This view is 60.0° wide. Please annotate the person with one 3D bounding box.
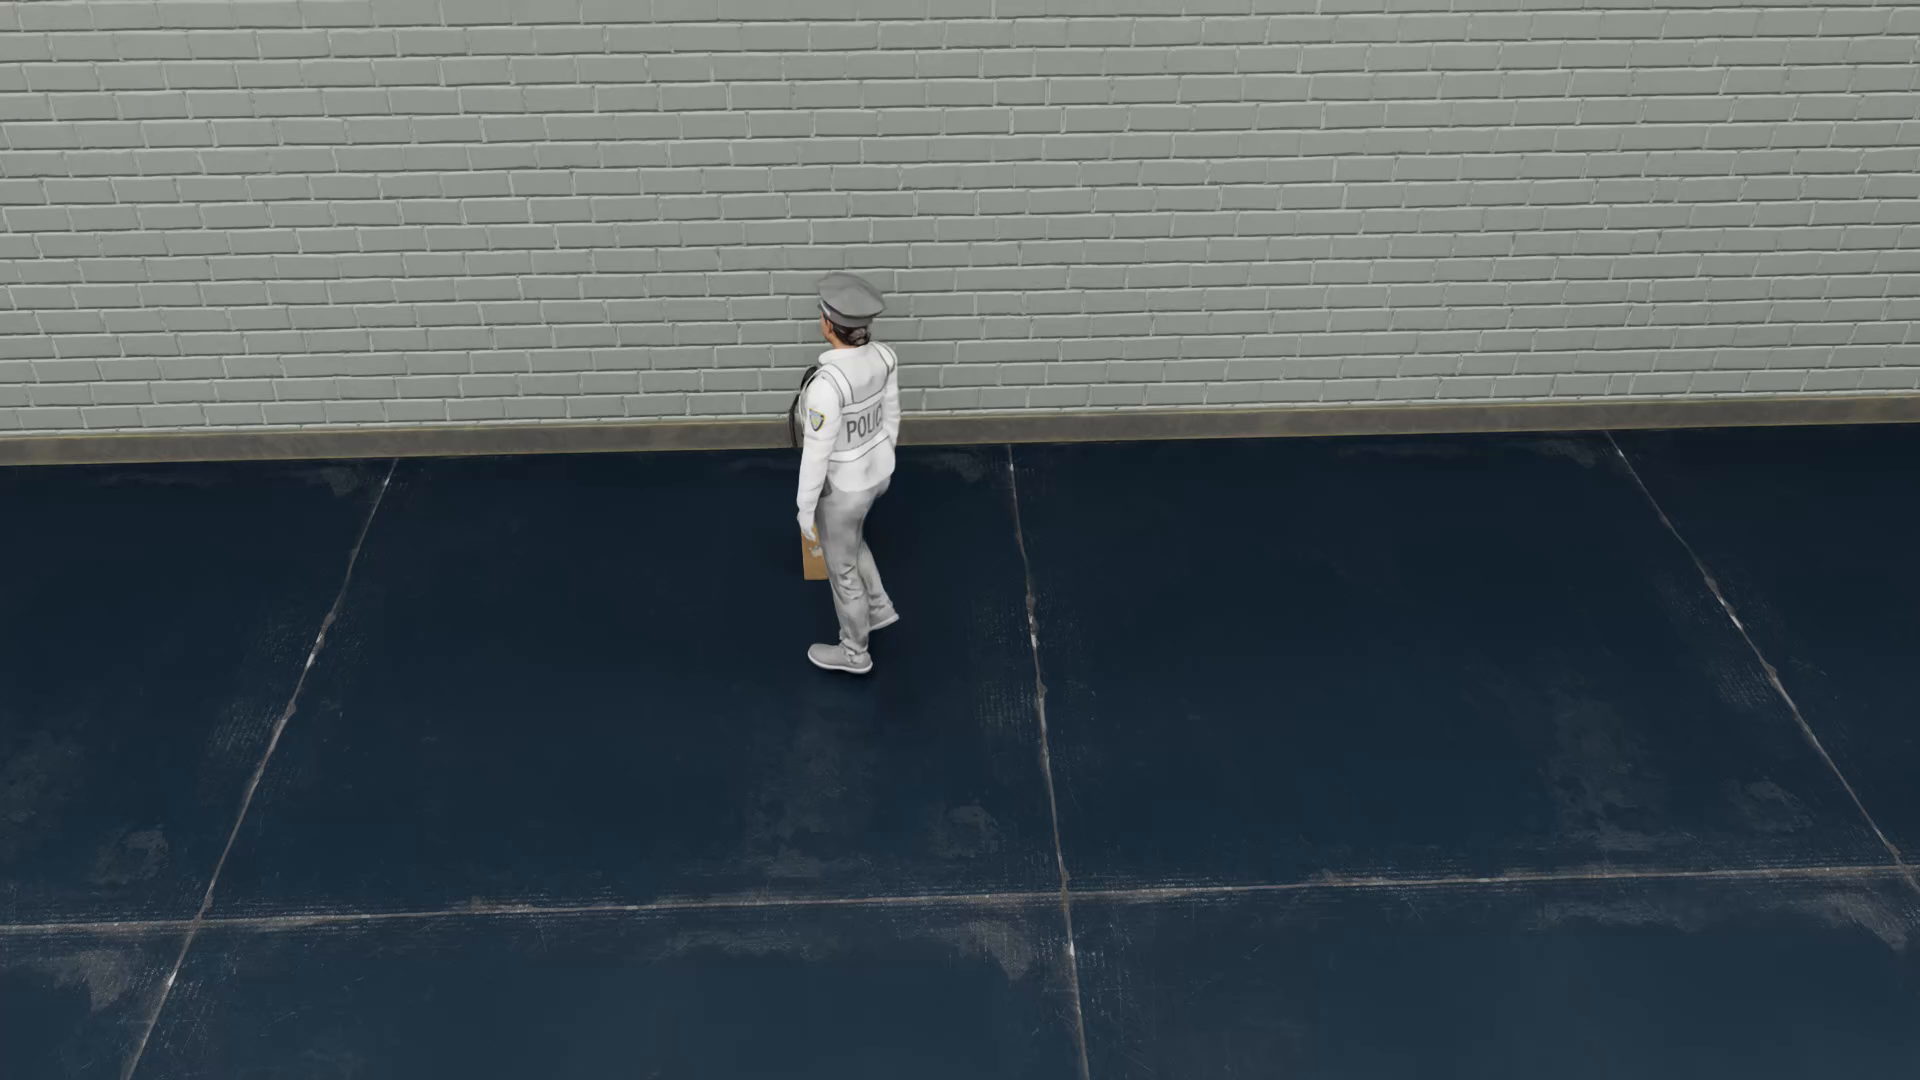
[{"bbox_3d":[-0.467,-0.227,6.444,0.409,1.673,0.524,21,41,27],"label":"person"}]
